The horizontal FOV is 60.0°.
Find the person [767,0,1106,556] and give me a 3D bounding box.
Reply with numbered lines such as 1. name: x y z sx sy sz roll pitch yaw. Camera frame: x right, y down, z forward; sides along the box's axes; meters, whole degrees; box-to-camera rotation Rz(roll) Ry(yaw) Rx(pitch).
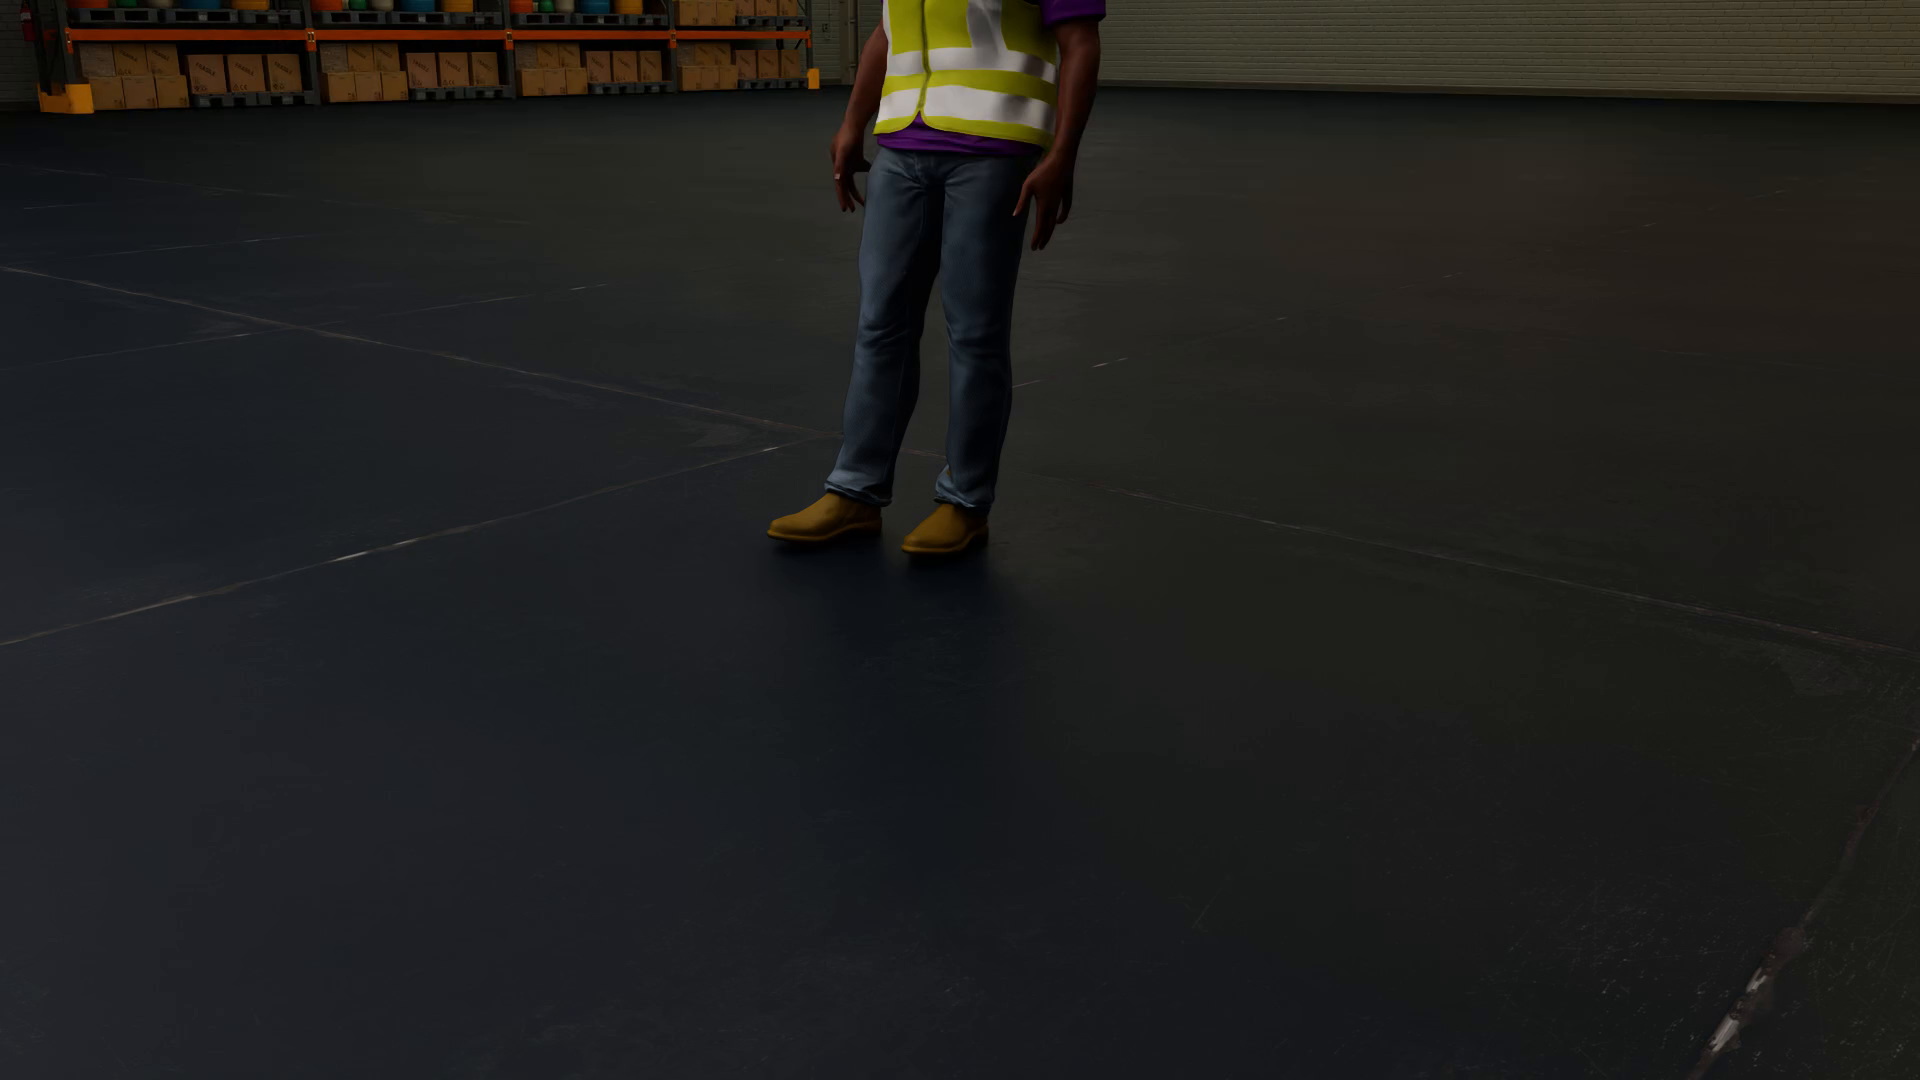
1. person: -0.049 -0.838 3.635 0.665 1.768 0.575 13 21 37
